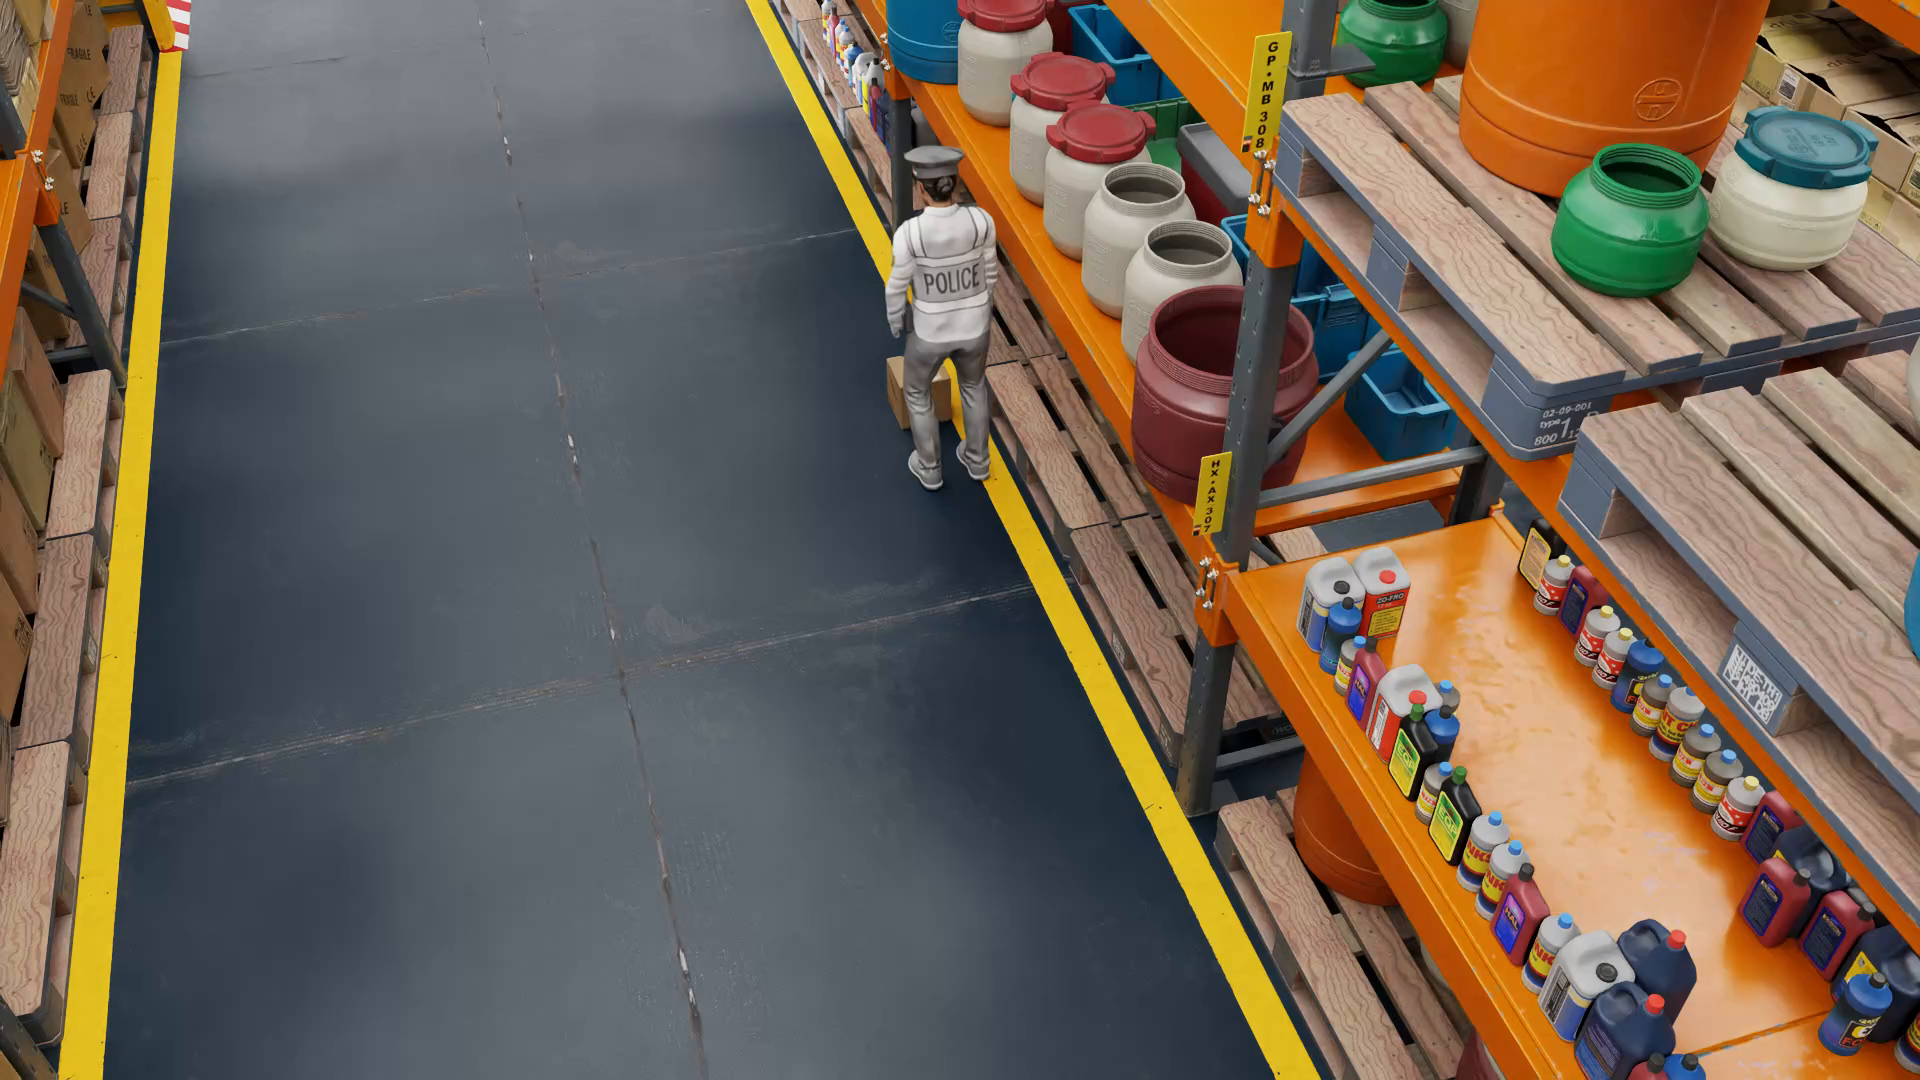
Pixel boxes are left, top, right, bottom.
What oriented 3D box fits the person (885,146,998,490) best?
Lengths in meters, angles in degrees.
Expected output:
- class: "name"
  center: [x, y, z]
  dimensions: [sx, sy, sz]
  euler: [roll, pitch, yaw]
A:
- class: "person"
  center: [-0.082, -0.931, 7.202]
  dimensions: [0.492, 1.642, 0.412]
  euler: [-11, 44, -12]
